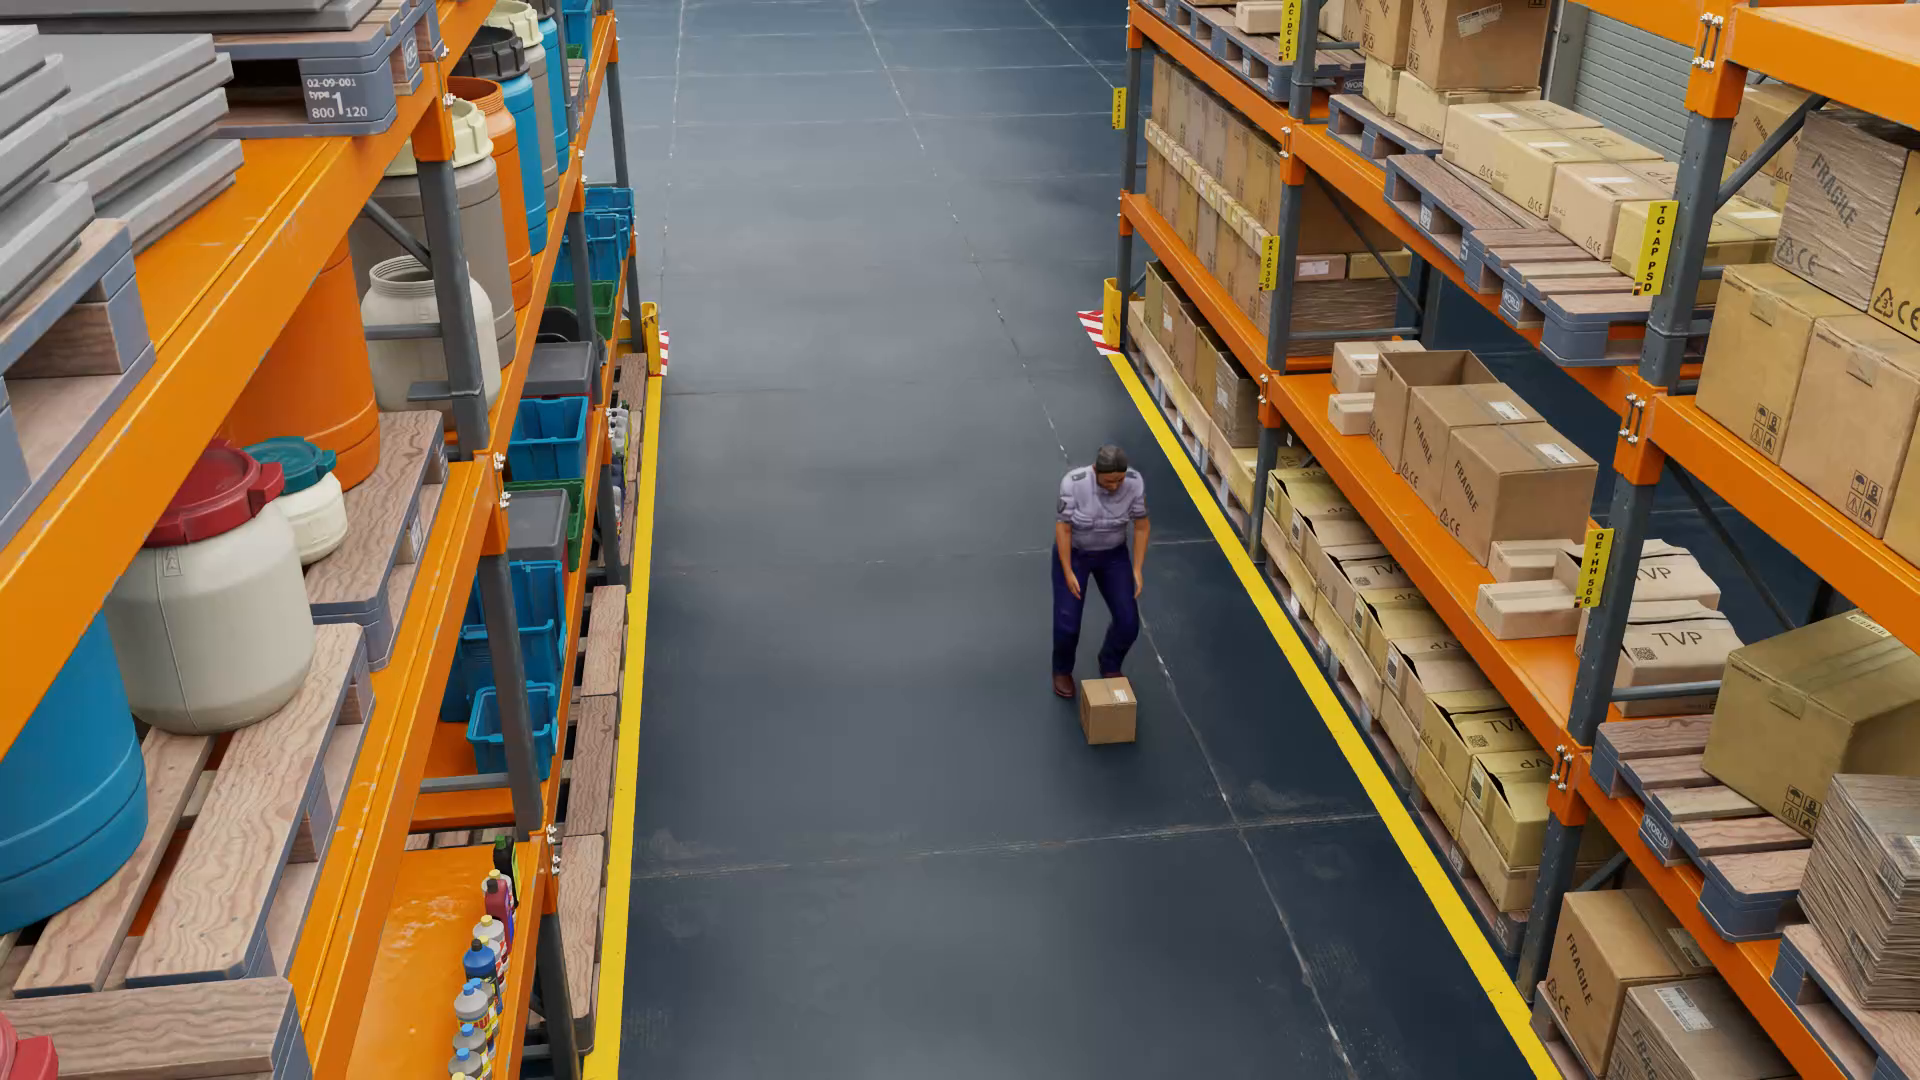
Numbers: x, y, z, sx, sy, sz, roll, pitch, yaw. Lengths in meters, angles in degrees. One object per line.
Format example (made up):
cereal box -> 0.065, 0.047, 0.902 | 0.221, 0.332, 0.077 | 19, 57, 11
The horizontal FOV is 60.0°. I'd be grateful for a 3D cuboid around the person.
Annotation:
person -> 0.755, 0.132, 8.995 | 0.519, 1.528, 0.507 | -3, 27, -6
